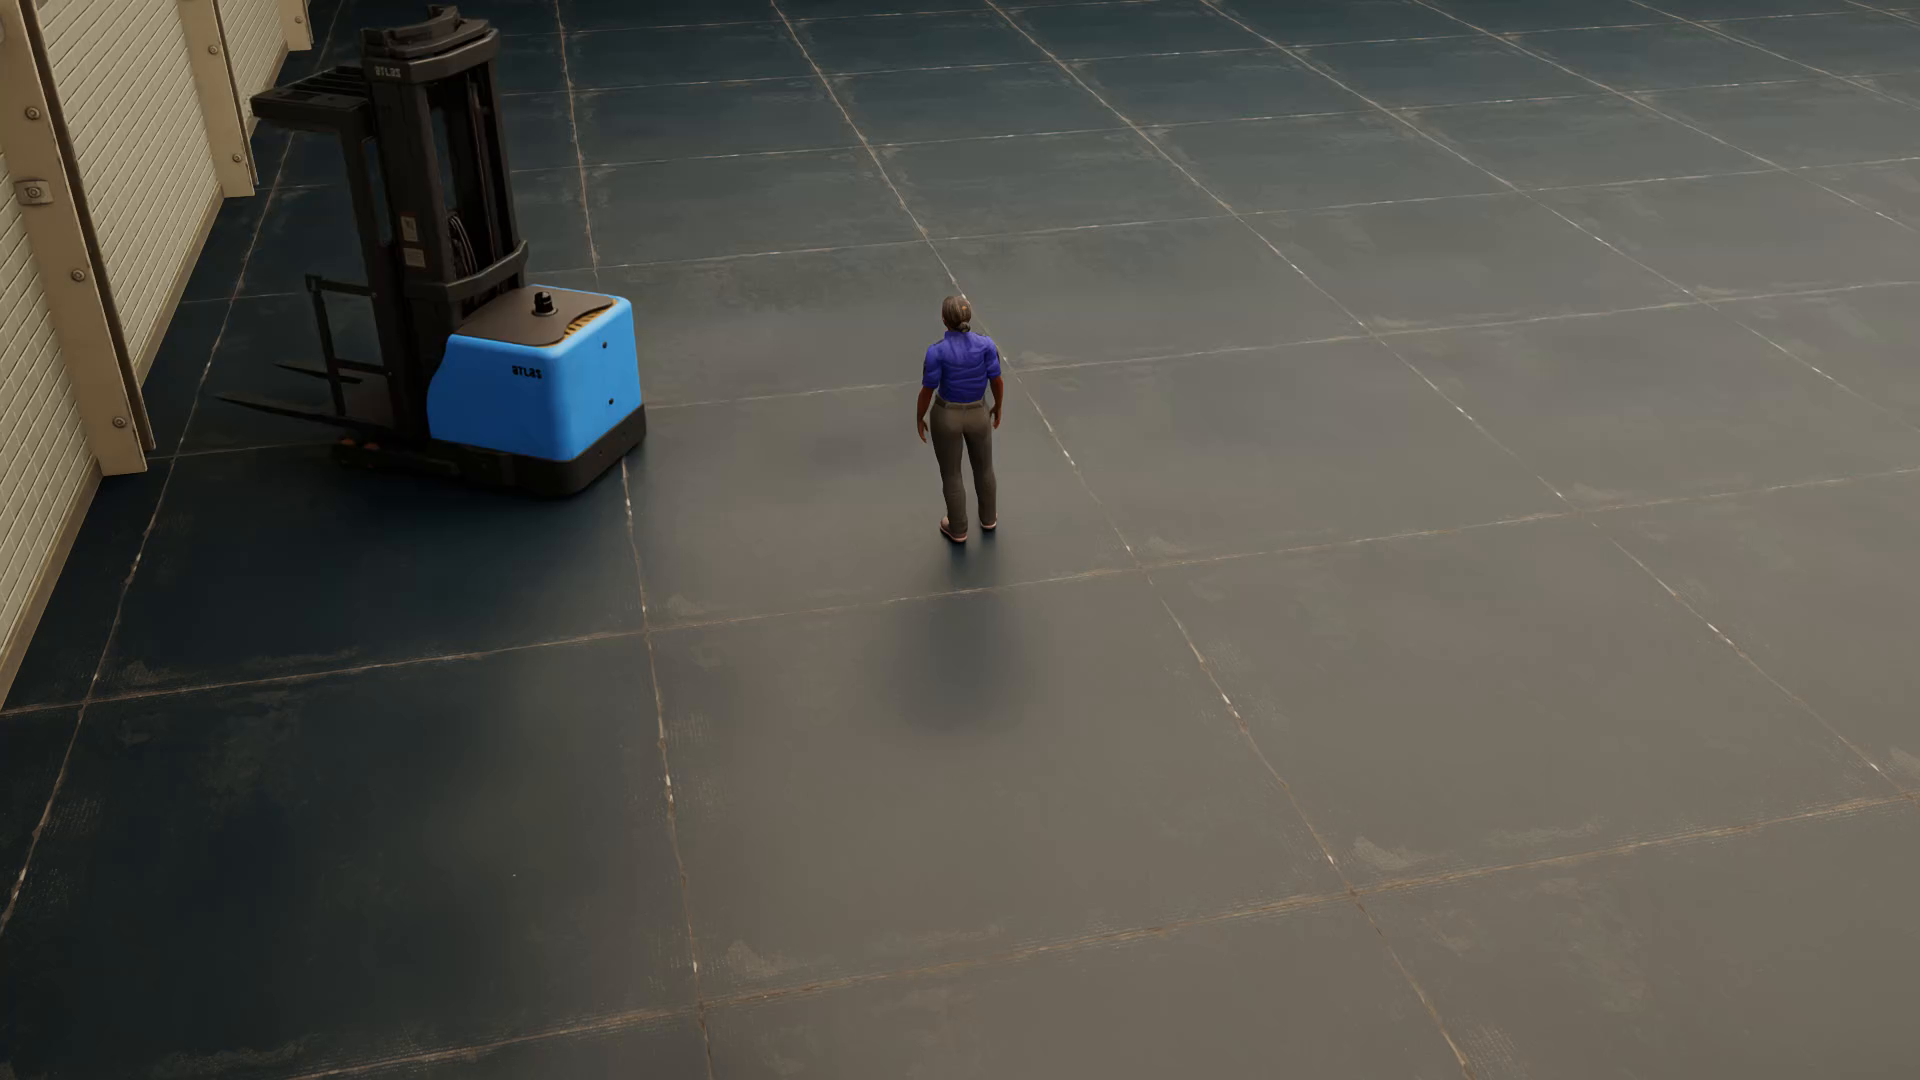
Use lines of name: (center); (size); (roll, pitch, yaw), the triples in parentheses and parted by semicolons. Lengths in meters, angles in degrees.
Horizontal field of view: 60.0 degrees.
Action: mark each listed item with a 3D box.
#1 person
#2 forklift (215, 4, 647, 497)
person: (-0.001, -0.767, 10.160); (0.570, 1.654, 0.504); (-7, 31, -12)
forklift: (-3.764, -1.995, 11.021); (3.031, 2.935, 1.130); (10, 32, 17)
